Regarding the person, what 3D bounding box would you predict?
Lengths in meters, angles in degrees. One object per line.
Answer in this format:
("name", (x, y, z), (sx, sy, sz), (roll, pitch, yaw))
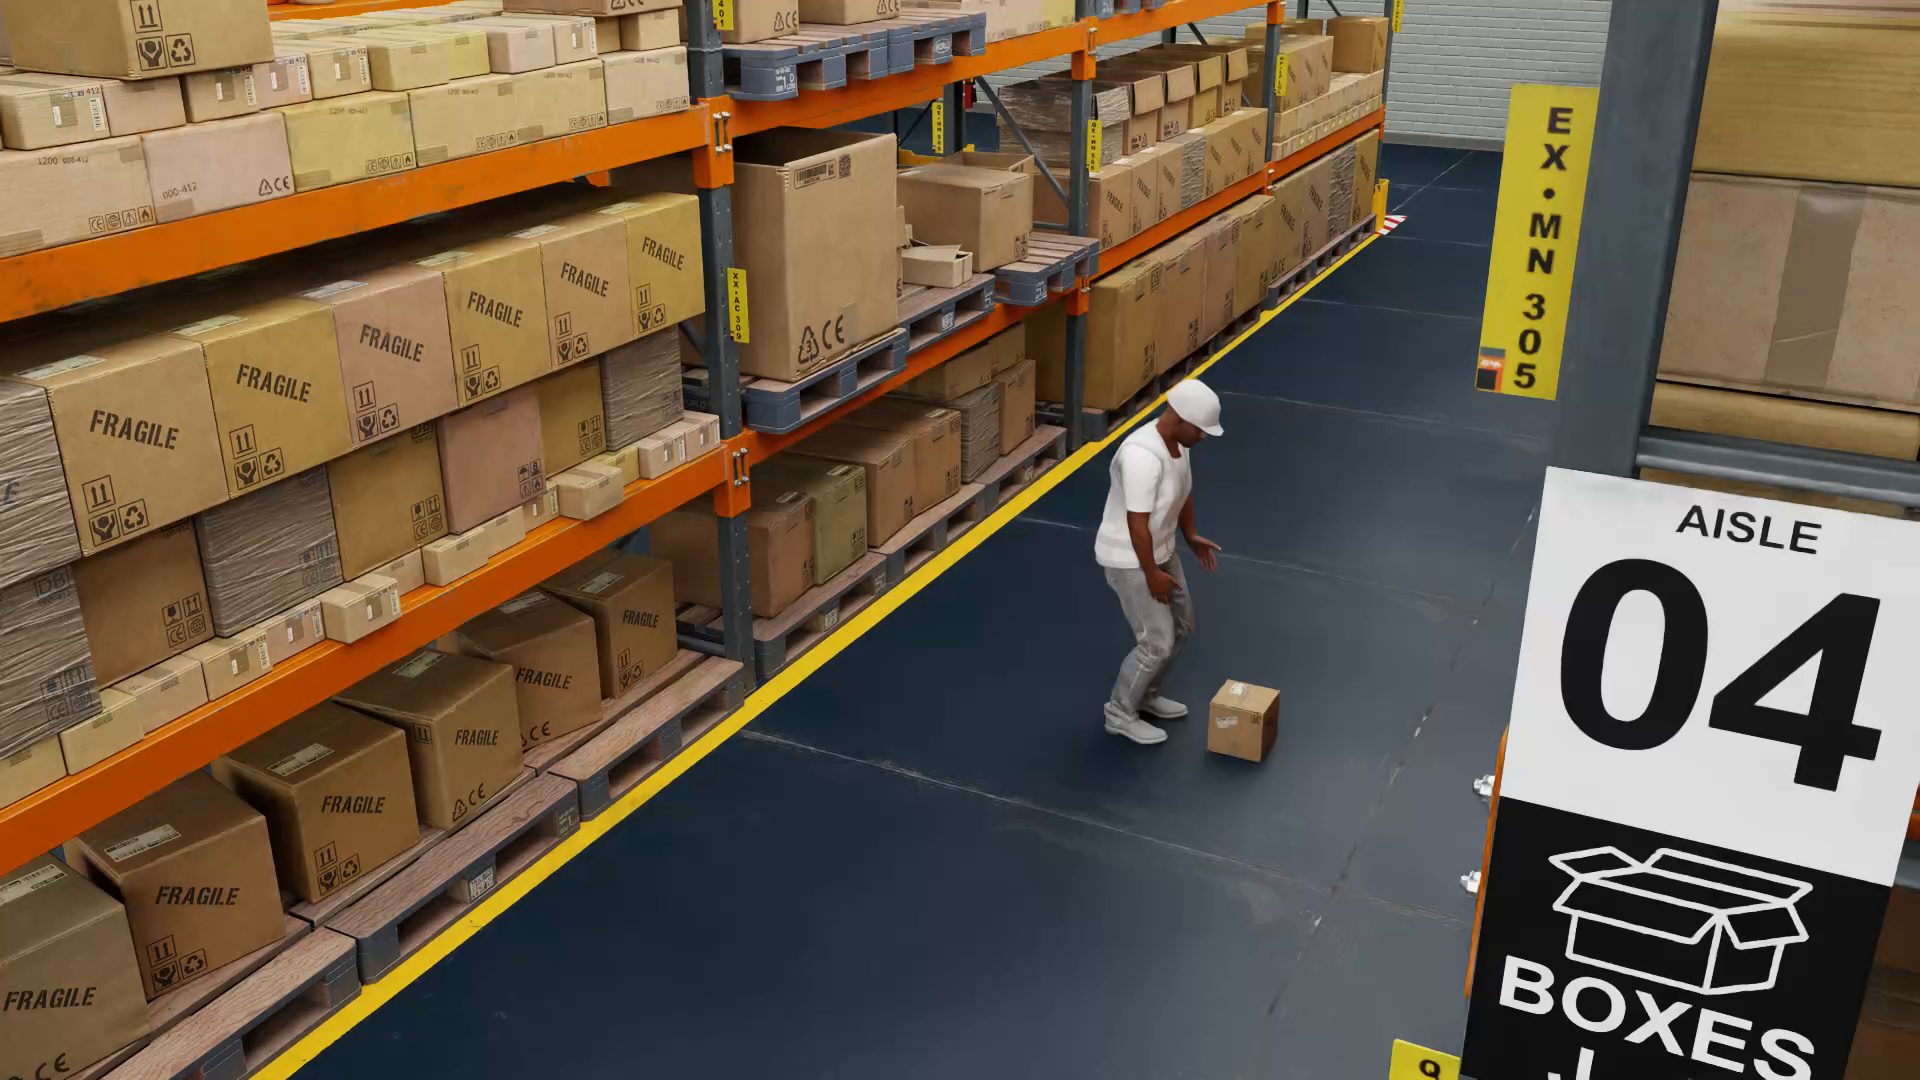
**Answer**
("person", (0.906, 0.096, 7.509), (0.576, 1.633, 0.613), (12, 25, 26))
